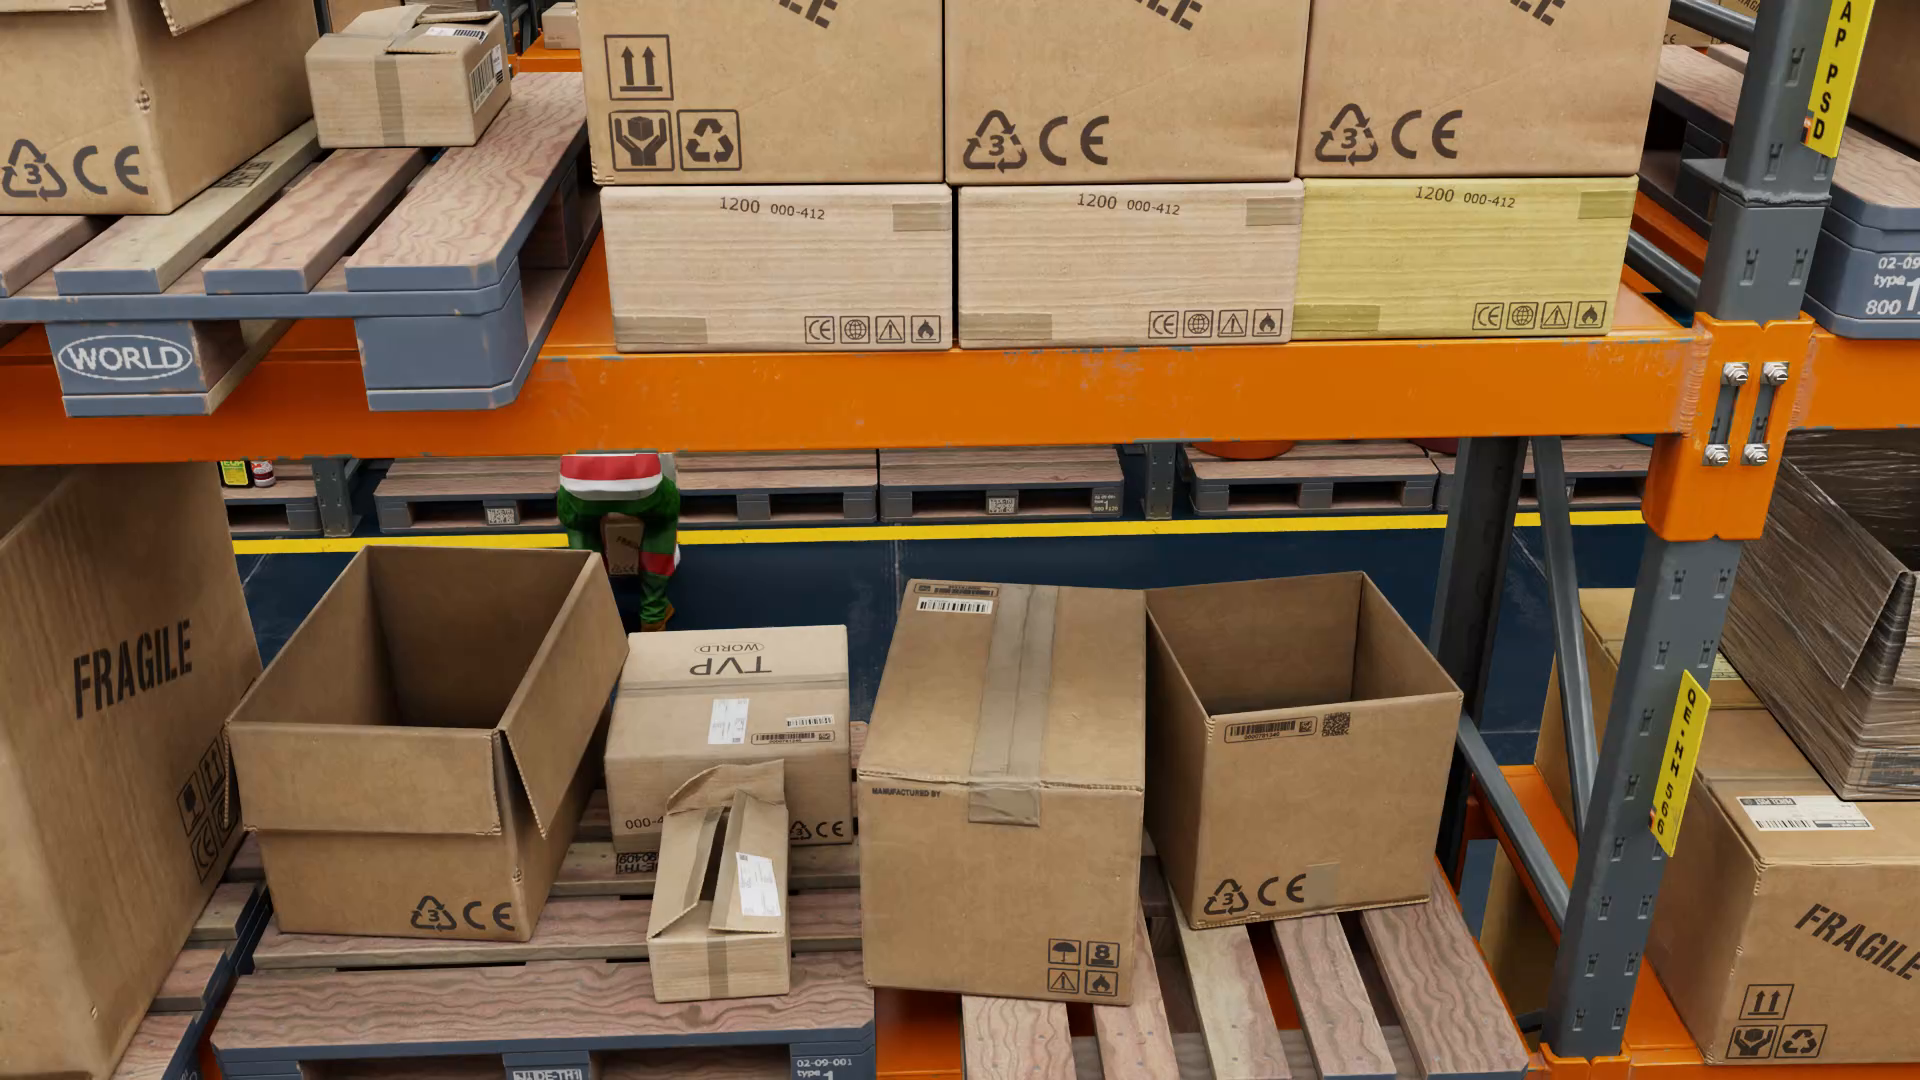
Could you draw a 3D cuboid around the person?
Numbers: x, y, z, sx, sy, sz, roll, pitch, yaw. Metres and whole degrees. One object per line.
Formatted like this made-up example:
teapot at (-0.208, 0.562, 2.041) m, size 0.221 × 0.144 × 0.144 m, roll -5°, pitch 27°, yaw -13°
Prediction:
person at (-1.466, -0.195, 7.221) m, size 0.502 × 1.094 × 0.965 m, roll -2°, pitch 27°, yaw -5°
